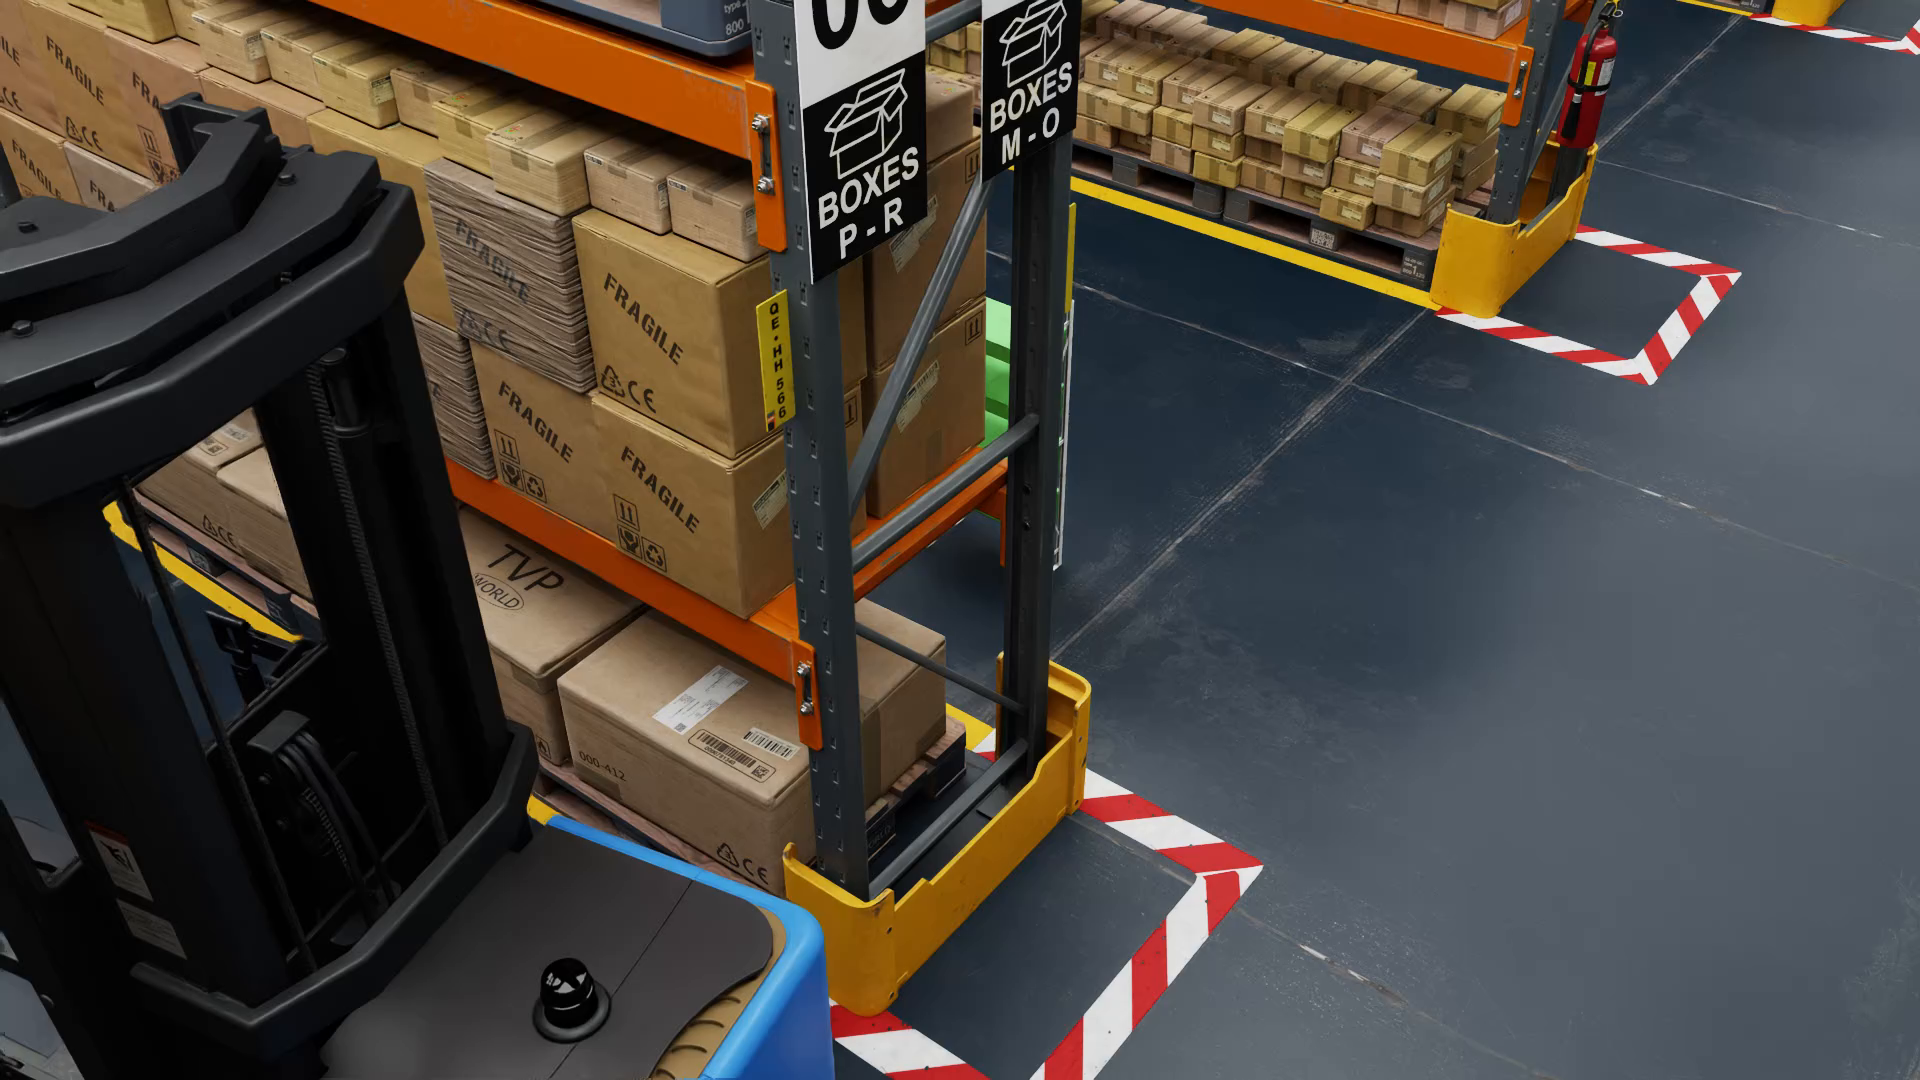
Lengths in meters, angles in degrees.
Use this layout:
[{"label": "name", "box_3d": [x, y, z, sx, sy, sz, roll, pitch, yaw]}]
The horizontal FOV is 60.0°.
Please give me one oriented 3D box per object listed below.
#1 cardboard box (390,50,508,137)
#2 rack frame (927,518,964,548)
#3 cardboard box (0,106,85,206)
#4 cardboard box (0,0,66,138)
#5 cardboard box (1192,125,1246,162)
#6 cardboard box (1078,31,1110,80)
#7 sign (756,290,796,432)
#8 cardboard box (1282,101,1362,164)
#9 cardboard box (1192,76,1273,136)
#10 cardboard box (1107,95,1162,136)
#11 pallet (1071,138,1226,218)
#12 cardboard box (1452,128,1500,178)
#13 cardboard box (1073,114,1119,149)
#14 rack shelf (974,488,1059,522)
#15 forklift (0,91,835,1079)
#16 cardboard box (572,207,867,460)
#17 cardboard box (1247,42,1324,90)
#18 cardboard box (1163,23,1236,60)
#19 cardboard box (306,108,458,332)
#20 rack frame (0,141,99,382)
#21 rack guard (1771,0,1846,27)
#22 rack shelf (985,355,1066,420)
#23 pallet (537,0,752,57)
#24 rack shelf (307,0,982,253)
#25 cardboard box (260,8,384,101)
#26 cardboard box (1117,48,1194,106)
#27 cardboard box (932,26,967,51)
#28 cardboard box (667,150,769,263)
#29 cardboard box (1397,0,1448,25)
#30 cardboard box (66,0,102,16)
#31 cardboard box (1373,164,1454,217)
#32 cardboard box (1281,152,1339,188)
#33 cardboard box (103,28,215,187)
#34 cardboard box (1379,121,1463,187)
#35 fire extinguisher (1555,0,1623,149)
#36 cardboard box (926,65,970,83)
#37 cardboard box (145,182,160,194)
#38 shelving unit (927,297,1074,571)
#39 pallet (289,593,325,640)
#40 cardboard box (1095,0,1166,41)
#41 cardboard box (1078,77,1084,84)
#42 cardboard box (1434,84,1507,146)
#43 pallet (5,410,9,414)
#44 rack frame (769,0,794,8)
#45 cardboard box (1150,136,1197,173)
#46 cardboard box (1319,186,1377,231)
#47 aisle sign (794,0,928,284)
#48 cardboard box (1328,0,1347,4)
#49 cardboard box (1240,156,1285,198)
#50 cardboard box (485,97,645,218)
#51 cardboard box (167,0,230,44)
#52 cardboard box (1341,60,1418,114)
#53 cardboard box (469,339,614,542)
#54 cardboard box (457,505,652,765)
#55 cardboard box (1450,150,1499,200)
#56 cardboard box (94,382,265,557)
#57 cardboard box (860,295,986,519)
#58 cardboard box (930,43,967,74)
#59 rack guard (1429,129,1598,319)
[{"label": "cardboard box", "box_3d": [-1.283, -1.217, 4.453, 0.250, 0.149, 0.380, 25, 44, 28]}, {"label": "rack frame", "box_3d": [-0.062, -0.502, 6.418, 0.015, 1.200, 0.240, 25, 45, 29]}, {"label": "cardboard box", "box_3d": [-3.027, -1.340, 5.947, 0.500, 0.500, 0.500, 27, 45, 30]}, {"label": "cardboard box", "box_3d": [-3.010, -1.741, 5.648, 0.500, 0.500, 0.500, 26, 45, 29]}, {"label": "cardboard box", "box_3d": [1.437, -2.168, 8.816, 0.250, 0.149, 0.380, 26, 45, 29]}, {"label": "cardboard box", "box_3d": [0.621, -2.688, 9.240, 0.250, 0.149, 0.380, 26, 45, 29]}, {"label": "sign", "box_3d": [-0.405, -0.395, 3.690, 0.005, 0.325, 0.100, 25, 45, 29]}, {"label": "cardboard box", "box_3d": [1.841, -2.077, 8.458, 0.250, 0.149, 0.380, 24, 44, 28]}, {"label": "cardboard box", "box_3d": [1.427, -2.278, 8.716, 0.250, 0.149, 0.380, 27, 45, 30]}, {"label": "cardboard box", "box_3d": [1.010, -2.362, 9.065, 0.250, 0.149, 0.380, 26, 45, 29]}, {"label": "pallet", "box_3d": [1.214, -2.278, 9.488, 1.213, 0.211, 1.003, 25, 45, 29]}, {"label": "cardboard box", "box_3d": [2.603, -2.050, 8.666, 0.250, 0.149, 0.380, 27, 46, 30]}, {"label": "cardboard box", "box_3d": [0.835, -2.349, 9.290, 0.250, 0.149, 0.380, 24, 44, 27]}, {"label": "rack shelf", "box_3d": [0.131, -0.171, 6.488, 0.480, 0.148, 0.258, 25, 45, 29]}, {"label": "forklift", "box_3d": [-1.863, 0.459, 3.787, 3.031, 2.935, 1.130, 16, 41, 19]}, {"label": "cardboard box", "box_3d": [-0.591, -0.604, 4.196, 0.500, 0.500, 0.500, 27, 45, 30]}, {"label": "cardboard box", "box_3d": [1.777, -2.570, 9.089, 0.250, 0.149, 0.380, 27, 45, 30]}, {"label": "cardboard box", "box_3d": [1.338, -2.738, 9.304, 0.250, 0.149, 0.380, 25, 45, 29]}, {"label": "cardboard box", "box_3d": [-1.415, -0.972, 4.666, 0.500, 0.500, 0.500, 25, 44, 28]}, {"label": "rack frame", "box_3d": [-3.241, -1.605, 6.366, 0.127, 3.000, 1.000, 25, 45, 29]}, {"label": "rack guard", "box_3d": [5.976, -3.966, 11.410, 0.348, 0.500, 1.175, 25, 45, 29]}, {"label": "rack shelf", "box_3d": [0.131, -0.549, 6.192, 0.480, 0.148, 0.258, 25, 45, 29]}, {"label": "pallet", "box_3d": [-0.660, -1.526, 3.904, 1.213, 0.211, 1.003, 25, 45, 29]}, {"label": "rack shelf", "box_3d": [-1.653, -1.754, 4.707, 4.000, 0.370, 1.077, 25, 45, 29]}, {"label": "cardboard box", "box_3d": [-1.715, -1.390, 4.674, 0.250, 0.149, 0.380, 27, 45, 30]}, {"label": "cardboard box", "box_3d": [1.059, -2.515, 9.019, 0.250, 0.149, 0.380, 25, 45, 29]}, {"label": "cardboard box", "box_3d": [0.016, -2.981, 9.613, 0.250, 0.149, 0.380, 28, 46, 31]}, {"label": "cardboard box", "box_3d": [-0.471, -0.831, 3.960, 0.250, 0.149, 0.380, 26, 45, 29]}, {"label": "cardboard box", "box_3d": [2.258, -2.565, 7.796, 0.250, 0.149, 0.380, 25, 45, 29]}, {"label": "cardboard box", "box_3d": [-2.546, -1.762, 5.148, 0.250, 0.149, 0.380, 25, 44, 28]}, {"label": "cardboard box", "box_3d": [2.270, -1.786, 8.329, 0.250, 0.149, 0.380, 24, 44, 27]}, {"label": "cardboard box", "box_3d": [1.857, -1.980, 8.576, 0.250, 0.149, 0.380, 23, 44, 27]}, {"label": "cardboard box", "box_3d": [-2.213, -1.351, 5.150, 0.500, 0.500, 0.500, 26, 45, 29]}, {"label": "cardboard box", "box_3d": [2.289, -1.920, 8.258, 0.250, 0.149, 0.380, 26, 45, 29]}, {"label": "fire extinguisher", "box_3d": [2.783, -2.071, 7.327, 0.183, 0.674, 0.296, 25, 45, 29]}, {"label": "cardboard box", "box_3d": [-0.009, -2.716, 9.758, 0.250, 0.149, 0.380, 27, 45, 30]}, {"label": "cardboard box", "box_3d": [-2.239, -0.960, 5.462, 0.500, 0.500, 0.500, 26, 45, 29]}, {"label": "shelving unit", "box_3d": [0.131, -0.410, 6.301, 0.503, 1.200, 0.258, 25, 45, 29]}, {"label": "pallet", "box_3d": [-1.711, 0.273, 6.230, 1.213, 0.211, 1.003, 25, 45, 29]}, {"label": "cardboard box", "box_3d": [0.986, -2.980, 9.612, 0.250, 0.149, 0.380, 23, 44, 27]}, {"label": "cardboard box", "box_3d": [0.667, -2.592, 9.359, 0.250, 0.149, 0.380, 27, 46, 30]}, {"label": "cardboard box", "box_3d": [2.653, -2.208, 8.626, 0.250, 0.149, 0.380, 23, 44, 27]}, {"label": "pallet", "box_3d": [-3.900, -0.759, 7.548, 1.213, 0.211, 1.003, 25, 45, 29]}, {"label": "rack frame", "box_3d": [-0.064, -2.469, 2.604, 0.127, 3.000, 1.000, 25, 45, 29]}, {"label": "cardboard box", "box_3d": [1.245, -2.157, 9.044, 0.250, 0.149, 0.380, 26, 45, 29]}, {"label": "cardboard box", "box_3d": [2.052, -1.753, 8.528, 0.250, 0.149, 0.380, 27, 45, 30]}, {"label": "aisle sign", "box_3d": [-0.195, -0.952, 3.423, 0.004, 0.787, 0.394, 25, 45, 29]}, {"label": "cardboard box", "box_3d": [1.832, -2.735, 8.014, 0.250, 0.149, 0.380, 27, 45, 30]}, {"label": "cardboard box", "box_3d": [1.691, -1.980, 8.818, 0.250, 0.149, 0.380, 26, 45, 29]}, {"label": "cardboard box", "box_3d": [-0.943, -0.970, 4.138, 0.250, 0.149, 0.380, 25, 44, 28]}, {"label": "cardboard box", "box_3d": [-2.103, -1.594, 4.934, 0.250, 0.149, 0.380, 25, 45, 28]}, {"label": "cardboard box", "box_3d": [2.239, -2.409, 8.884, 0.250, 0.149, 0.380, 25, 45, 28]}, {"label": "cardboard box", "box_3d": [-0.997, -0.392, 4.737, 0.500, 0.500, 0.500, 24, 44, 28]}, {"label": "cardboard box", "box_3d": [-1.381, 0.200, 5.799, 0.875, 0.438, 0.875, 27, 45, 30]}, {"label": "cardboard box", "box_3d": [2.641, -1.964, 8.797, 0.250, 0.149, 0.380, 26, 45, 29]}, {"label": "cardboard box", "box_3d": [-2.808, -0.474, 6.659, 0.875, 0.438, 0.875, 25, 44, 28]}, {"label": "cardboard box", "box_3d": [-0.271, -0.466, 4.831, 0.500, 0.500, 0.500, 25, 44, 28]}, {"label": "cardboard box", "box_3d": [0.035, -2.883, 9.730, 0.250, 0.149, 0.380, 26, 45, 29]}, {"label": "rack guard", "box_3d": [2.803, -1.613, 8.404, 0.348, 0.500, 1.175, 25, 45, 29]}]
